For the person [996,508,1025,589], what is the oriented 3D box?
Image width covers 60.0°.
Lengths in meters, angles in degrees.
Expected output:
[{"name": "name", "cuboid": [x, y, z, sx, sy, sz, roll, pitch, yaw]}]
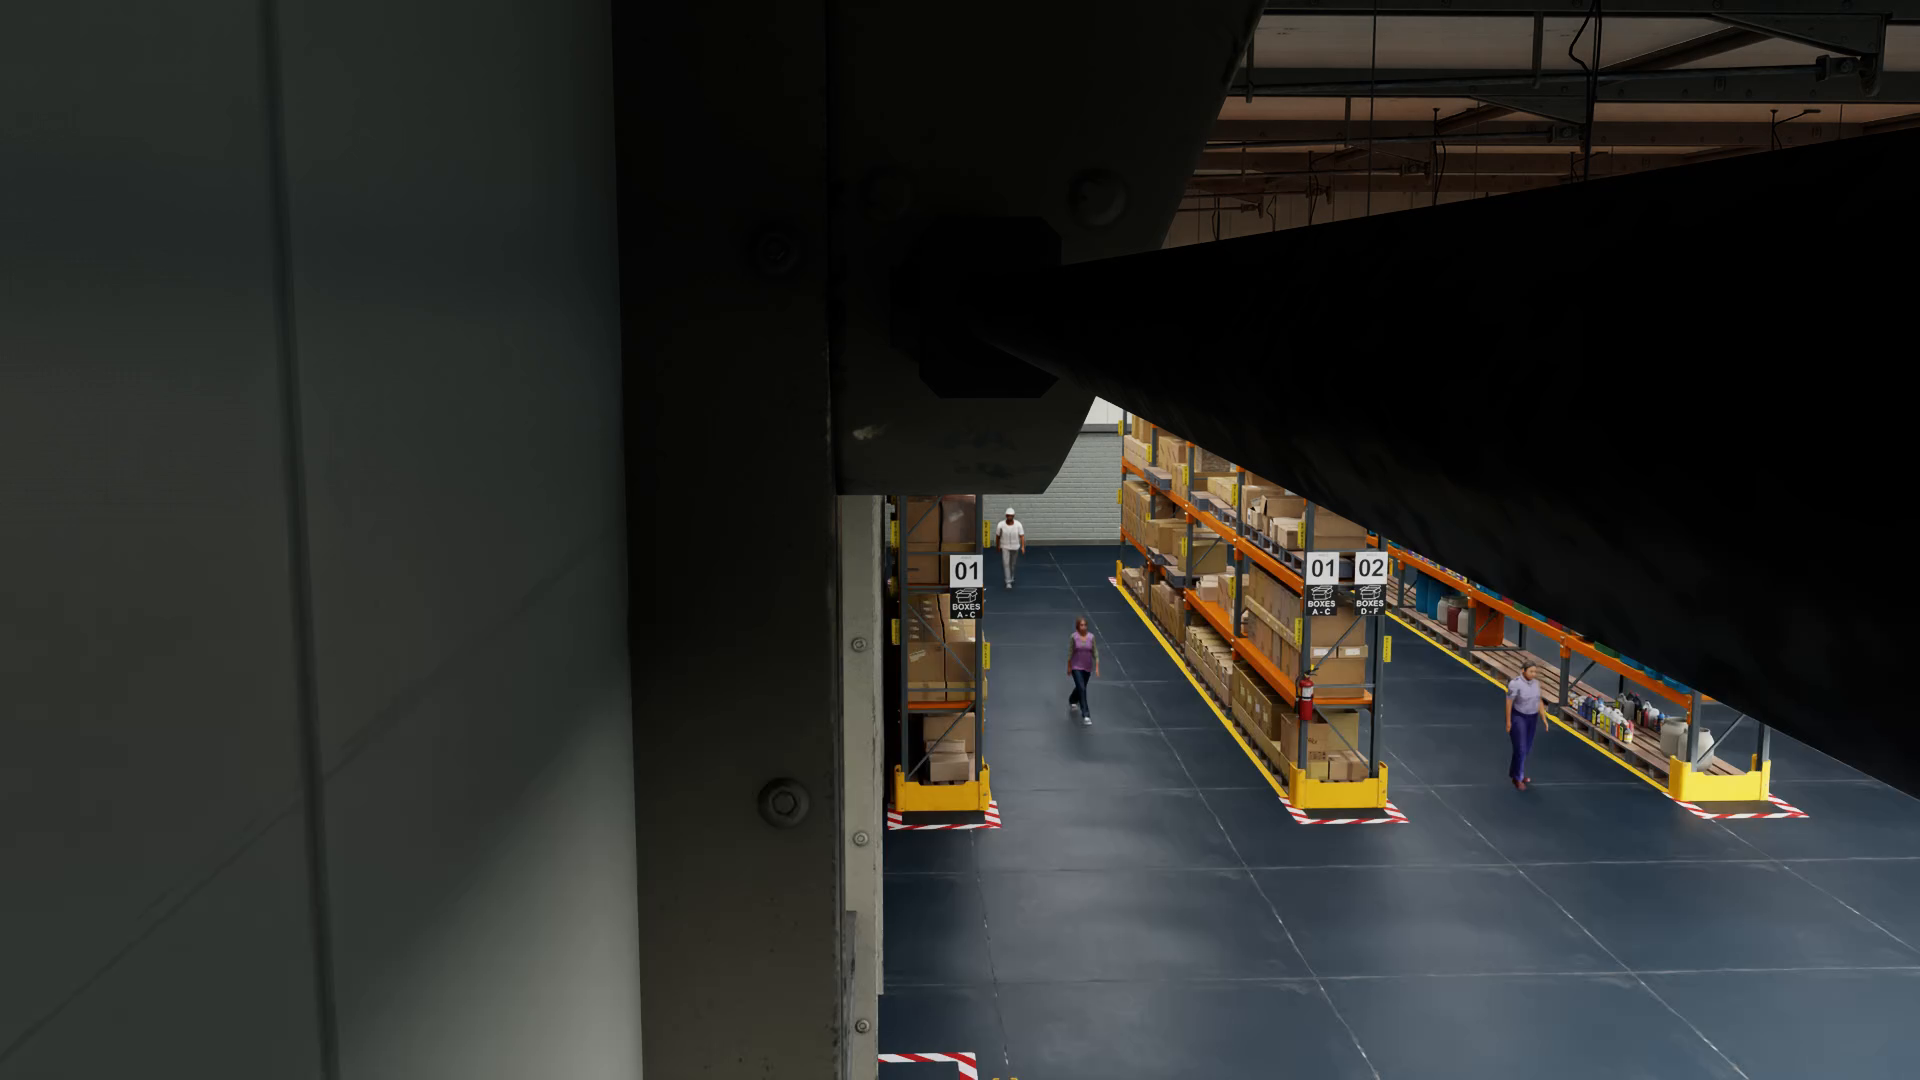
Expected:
[{"name": "person", "cuboid": [1.091, 0.166, 36.010, 0.594, 1.710, 1.081, -1, 8, -5]}]

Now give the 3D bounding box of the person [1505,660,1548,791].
[{"name": "person", "cuboid": [7.300, 2.390, 21.531, 0.527, 1.694, 0.505, -4, 9, -26]}]

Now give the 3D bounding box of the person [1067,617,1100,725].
[{"name": "person", "cuboid": [1.841, 1.908, 24.825, 0.406, 1.529, 1.006, -3, 9, -21]}]
